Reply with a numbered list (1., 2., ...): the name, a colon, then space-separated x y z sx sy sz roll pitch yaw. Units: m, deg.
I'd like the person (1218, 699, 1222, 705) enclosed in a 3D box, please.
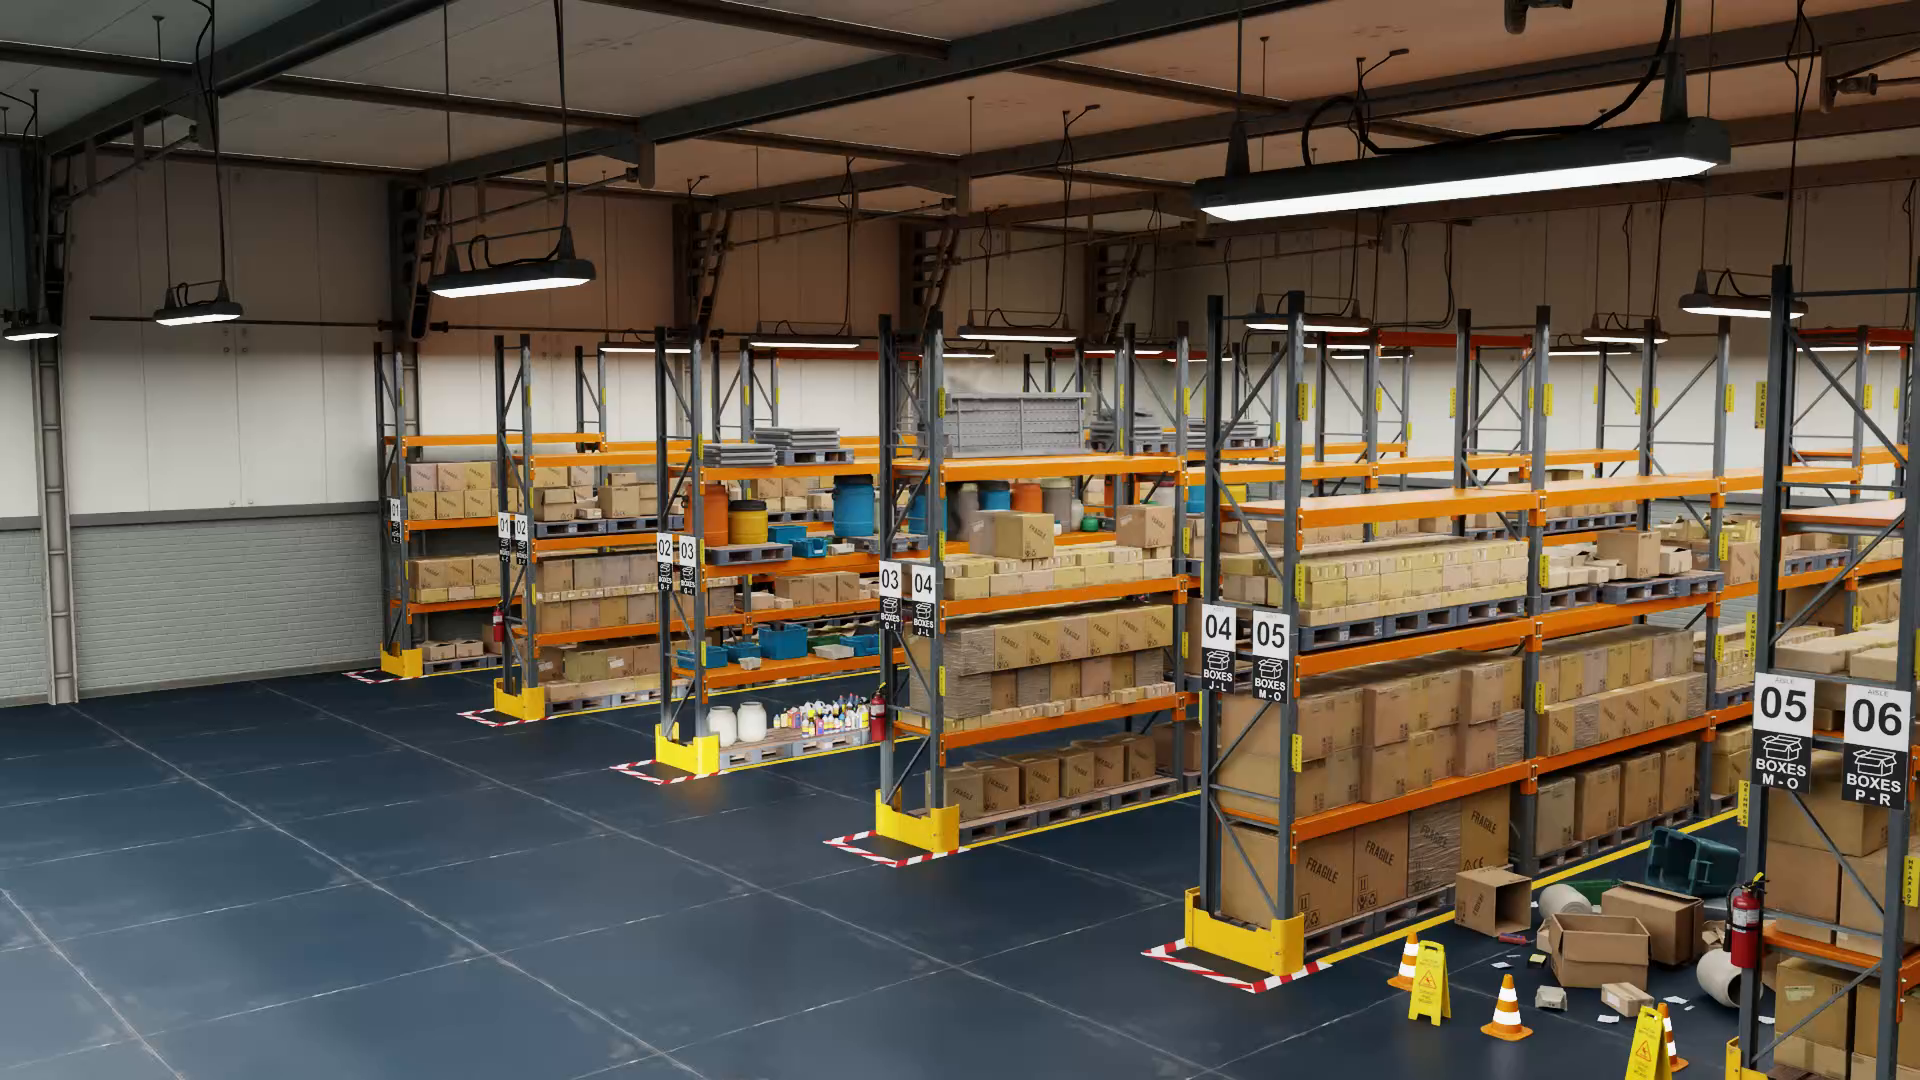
1. person: 4.162 1.711 26.120 0.606 1.706 0.889 4 7 37
